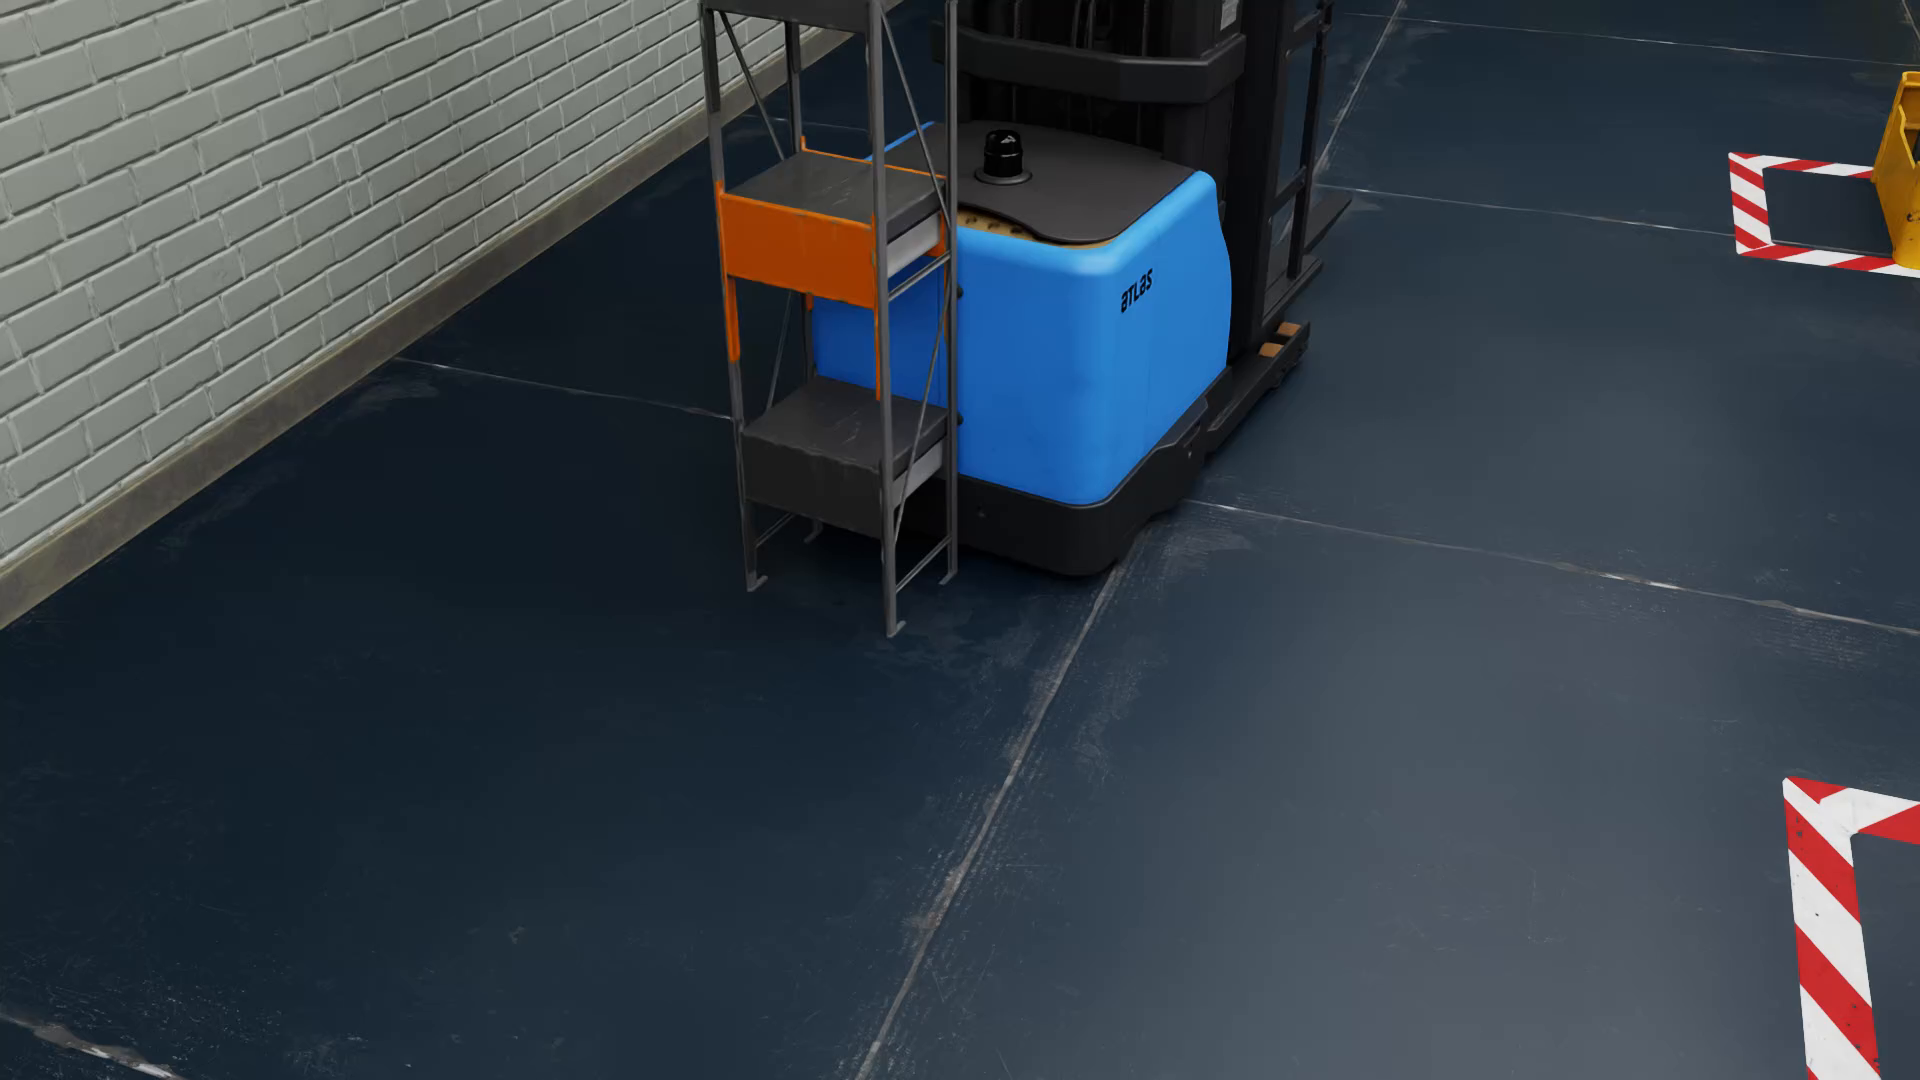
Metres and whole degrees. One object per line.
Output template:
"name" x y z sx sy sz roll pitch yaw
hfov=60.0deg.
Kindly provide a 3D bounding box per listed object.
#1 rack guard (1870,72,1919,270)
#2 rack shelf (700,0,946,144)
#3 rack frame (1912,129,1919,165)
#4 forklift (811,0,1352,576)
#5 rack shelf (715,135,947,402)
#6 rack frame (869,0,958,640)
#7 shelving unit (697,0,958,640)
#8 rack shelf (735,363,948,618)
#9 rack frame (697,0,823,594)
"rack guard" 4.319 -1.633 7.319 0.348 0.500 1.175 11 34 16
"rack shelf" -0.324 -1.330 4.109 0.480 0.518 0.431 17 36 24
"rack frame" 4.342 -2.679 6.634 0.127 3.000 1.000 11 34 16
"forklift" 0.662 -1.899 5.489 1.130 2.935 3.031 17 36 24
"rack shelf" -0.324 -0.742 4.489 0.480 0.518 0.431 17 36 24
"rack frame" -0.110 -0.690 4.383 0.015 2.100 0.400 17 36 24
"shelving unit" -0.324 -0.753 4.481 0.503 2.100 0.431 17 36 24
"rack shelf" -0.324 -0.154 4.868 0.480 0.518 0.431 17 36 24
"rack frame" -0.538 -0.817 4.580 0.015 2.100 0.400 17 36 24
